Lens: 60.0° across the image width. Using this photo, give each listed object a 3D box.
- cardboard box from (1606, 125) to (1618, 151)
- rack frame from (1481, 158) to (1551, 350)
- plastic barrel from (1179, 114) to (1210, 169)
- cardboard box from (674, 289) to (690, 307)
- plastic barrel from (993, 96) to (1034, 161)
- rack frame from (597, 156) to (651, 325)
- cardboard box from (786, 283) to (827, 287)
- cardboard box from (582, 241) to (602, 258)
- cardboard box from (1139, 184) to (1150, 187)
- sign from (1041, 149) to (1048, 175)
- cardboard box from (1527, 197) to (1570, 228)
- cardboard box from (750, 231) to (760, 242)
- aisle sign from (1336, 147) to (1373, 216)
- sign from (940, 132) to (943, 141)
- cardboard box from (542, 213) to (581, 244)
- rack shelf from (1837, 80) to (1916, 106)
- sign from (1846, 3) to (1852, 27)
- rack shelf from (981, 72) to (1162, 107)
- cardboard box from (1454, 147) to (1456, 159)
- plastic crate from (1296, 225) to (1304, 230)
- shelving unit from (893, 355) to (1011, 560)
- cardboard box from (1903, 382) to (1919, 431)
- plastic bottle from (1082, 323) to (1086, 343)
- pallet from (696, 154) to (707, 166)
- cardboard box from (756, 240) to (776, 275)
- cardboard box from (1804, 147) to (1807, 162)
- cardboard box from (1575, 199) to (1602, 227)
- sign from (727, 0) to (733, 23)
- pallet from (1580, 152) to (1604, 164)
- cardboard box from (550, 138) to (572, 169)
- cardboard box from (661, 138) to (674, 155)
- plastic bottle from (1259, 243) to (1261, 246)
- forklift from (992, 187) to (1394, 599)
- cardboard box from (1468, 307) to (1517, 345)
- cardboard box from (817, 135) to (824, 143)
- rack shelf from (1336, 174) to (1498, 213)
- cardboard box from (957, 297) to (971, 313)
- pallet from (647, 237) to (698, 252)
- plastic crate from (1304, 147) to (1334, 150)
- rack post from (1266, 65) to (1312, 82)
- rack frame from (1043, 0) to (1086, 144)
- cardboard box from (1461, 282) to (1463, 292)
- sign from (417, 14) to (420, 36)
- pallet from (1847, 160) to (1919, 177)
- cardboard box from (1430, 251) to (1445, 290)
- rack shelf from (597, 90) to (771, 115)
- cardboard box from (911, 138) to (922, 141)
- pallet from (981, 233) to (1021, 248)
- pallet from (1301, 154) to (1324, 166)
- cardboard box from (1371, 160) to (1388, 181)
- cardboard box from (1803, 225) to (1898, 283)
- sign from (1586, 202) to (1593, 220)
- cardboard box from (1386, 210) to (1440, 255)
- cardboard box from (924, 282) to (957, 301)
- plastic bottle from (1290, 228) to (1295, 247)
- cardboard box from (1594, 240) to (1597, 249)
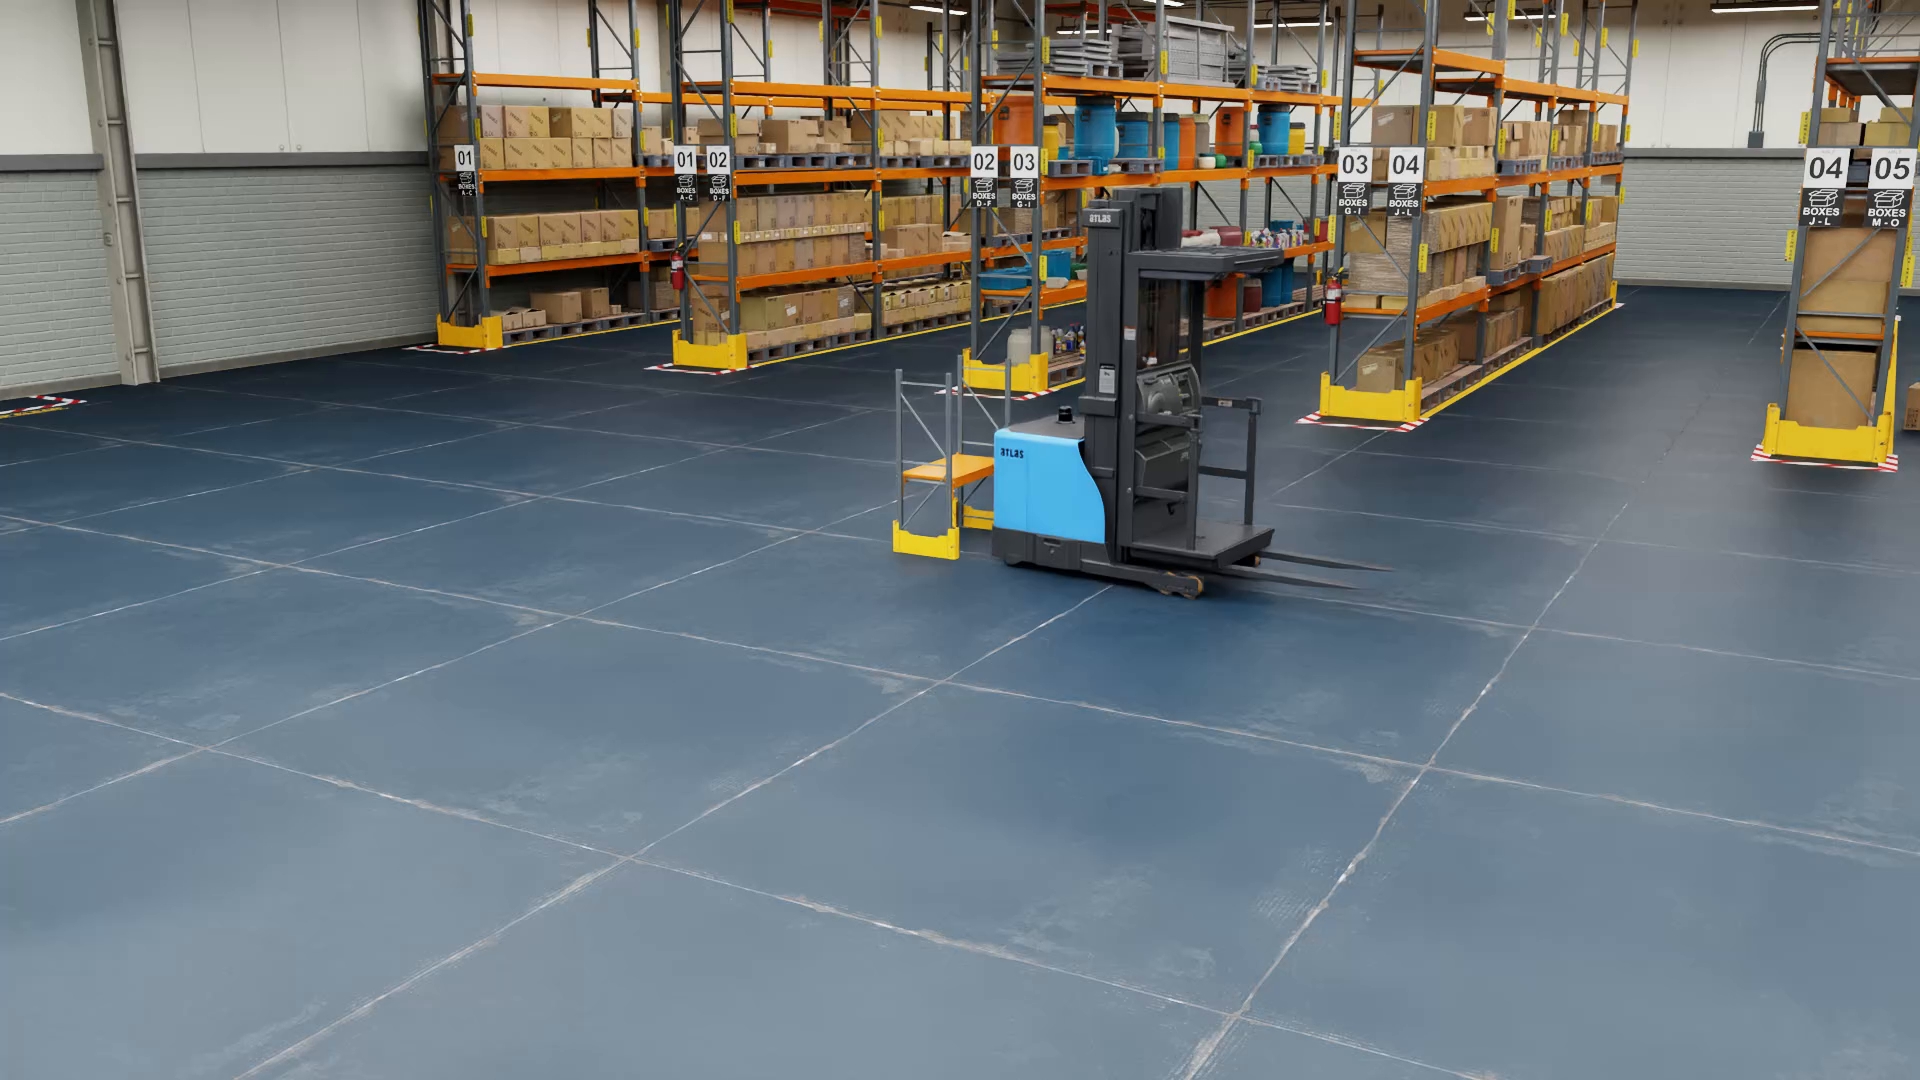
[{"bbox_3d":[12.480,-7.876,32.581,0.700,0.500,0.500,6,15,25],"label":"cardboard box"},{"bbox_3d":[8.817,-4.588,26.665,1.000,3.000,0.127,7,15,28],"label":"rack frame"},{"bbox_3d":[3.894,-6.707,27.986,0.600,0.901,0.600,0,14,0],"label":"plastic barrel"},{"bbox_3d":[-5.578,-4.714,31.584,0.700,0.500,0.500,7,15,27],"label":"cardboard box"},{"bbox_3d":[0.738,-5.493,22.207,0.600,0.830,0.708,7,15,28],"label":"plastic barrel"},{"bbox_3d":[-6.125,-5.451,30.245,1.000,3.000,0.127,7,15,28],"label":"rack frame"},{"bbox_3d":[-2.520,-3.960,27.428,0.500,0.500,0.500,7,15,28],"label":"cardboard box"},{"bbox_3d":[-6.566,-5.050,28.859,0.500,0.250,0.500,7,15,28],"label":"cardboard box"},{"bbox_3d":[4.040,-7.765,37.495,0.500,0.500,0.500,7,15,28],"label":"cardboard box"},{"bbox_3d":[1.093,-4.907,21.570,0.100,0.325,0.005,7,15,28],"label":"sign"},{"bbox_3d":[10.107,-5.674,28.814,0.797,0.503,0.637,8,15,29],"label":"cardboard box"},{"bbox_3d":[-3.217,-4.545,24.887,0.380,0.149,0.250,7,15,27],"label":"cardboard box"},{"bbox_3d":[4.657,-4.232,19.641,0.394,0.787,0.004,7,15,28],"label":"aisle sign"},{"bbox_3d":[-0.327,-7.483,31.168,0.100,0.325,0.005,7,15,28],"label":"sign"},{"bbox_3d":[-6.823,-5.309,28.330,0.500,0.500,0.500,8,16,30],"label":"cardboard box"},{"bbox_3d":[12.143,-5.967,21.974,1.077,0.370,4.000,7,15,28],"label":"rack shelf"},{"bbox_3d":[12.630,-7.474,23.673,0.100,0.325,0.005,7,15,28],"label":"sign"},{"bbox_3d":[1.581,-6.291,23.315,1.077,0.370,4.000,7,15,28],"label":"rack shelf"},{"bbox_3d":[6.024,-4.876,20.927,0.380,0.149,0.250,7,15,27],"label":"cardboard box"},{"bbox_3d":[7.160,-6.393,34.382,0.416,0.233,0.300,7,15,28],"label":"plastic crate"},{"bbox_3d":[-0.037,-0.713,13.793,0.587,1.500,1.083,7,15,28],"label":"shelving unit"},{"bbox_3d":[11.324,-1.536,19.333,0.500,0.500,0.500,11,17,38],"label":"cardboard box"},{"bbox_3d":[1.920,-3.120,25.288,0.144,0.351,0.185,7,15,28],"label":"plastic bottle"},{"bbox_3d":[-5.234,-7.146,31.274,1.213,0.211,1.003,7,15,28],"label":"pallet"},{"bbox_3d":[-3.234,-4.321,25.344,0.700,0.500,0.500,8,16,29],"label":"cardboard box"},{"bbox_3d":[9.107,-4.060,17.499,0.380,0.149,0.250,7,15,28],"label":"cardboard box"},{"bbox_3d":[11.698,-6.122,31.112,0.500,0.500,0.500,7,15,26],"label":"cardboard box"},{"bbox_3d":[-3.238,-7.453,23.418,0.100,0.325,0.005,7,15,28],"label":"sign"},{"bbox_3d":[11.155,-6.991,30.419,1.003,0.211,1.213,7,15,28],"label":"pallet"},{"bbox_3d":[-6.899,-6.513,27.992,0.500,0.500,0.500,8,16,31],"label":"cardboard box"},{"bbox_3d":[-5.493,-7.300,30.806,0.500,0.311,0.500,8,16,30],"label":"cardboard box"},{"bbox_3d":[5.342,-5.248,29.825,0.097,0.201,0.097,0,14,0],"label":"plastic bottle"},{"bbox_3d":[1.754,-1.135,12.486,3.031,2.935,1.130,9,16,34],"label":"forklift"},{"bbox_3d":[8.254,-3.332,25.849,0.700,0.500,0.500,6,15,23],"label":"cardboard box"},{"bbox_3d":[-2.522,-6.394,26.749,0.500,0.311,0.500,6,15,25],"label":"cardboard box"},{"bbox_3d":[5.917,-4.466,21.292,1.077,0.370,4.000,7,15,28],"label":"rack shelf"},{"bbox_3d":[-0.140,-4.337,30.594,0.500,0.250,0.500,7,15,27],"label":"cardboard box"},{"bbox_3d":[-5.628,-5.498,30.849,1.003,0.211,1.213,7,15,28],"label":"pallet"},{"bbox_3d":[7.370,-7.936,34.286,0.504,0.338,0.767,7,15,28],"label":"plastic crate"},{"bbox_3d":[5.980,-8.680,31.000,0.937,0.300,0.954,7,15,27],"label":"rack post"},{"bbox_3d":[2.081,-9.448,34.025,1.000,3.000,0.127,7,15,28],"label":"rack frame"},{"bbox_3d":[6.475,-3.373,22.161,0.380,0.149,0.250,7,15,28],"label":"cardboard box"},{"bbox_3d":[-8.535,-8.145,26.288,0.100,0.325,0.005,7,15,28],"label":"sign"},{"bbox_3d":[12.307,-5.004,22.393,1.003,0.211,1.213,8,16,31],"label":"pallet"},{"bbox_3d":[5.656,-3.464,21.153,0.875,0.500,0.500,7,15,28],"label":"cardboard box"},{"bbox_3d":[-5.158,-8.234,31.375,1.077,0.370,4.000,7,15,28],"label":"rack shelf"},{"bbox_3d":[-1.192,-9.051,37.989,0.500,0.250,0.500,7,15,26],"label":"cardboard box"},{"bbox_3d":[0.413,-5.765,31.956,1.213,0.211,1.003,7,15,28],"label":"pallet"},{"bbox_3d":[6.122,-7.165,31.354,1.213,0.211,1.003,7,15,28],"label":"pallet"},{"bbox_3d":[4.960,-4.460,20.053,0.500,0.250,0.500,8,16,29],"label":"cardboard box"},{"bbox_3d":[9.456,-3.034,17.593,0.875,0.550,0.550,7,15,28],"label":"cardboard box"},{"bbox_3d":[11.231,-5.874,29.696,0.100,0.325,0.005,7,15,28],"label":"sign"},{"bbox_3d":[5.454,-3.708,20.033,0.500,0.500,0.500,7,15,28],"label":"cardboard box"},{"bbox_3d":[-0.383,-4.505,30.096,0.500,0.311,0.500,7,15,28],"label":"cardboard box"},{"bbox_3d":[6.257,-5.720,31.467,0.144,0.351,0.185,7,15,28],"label":"plastic bottle"},{"bbox_3d":[11.688,-5.524,31.084,0.380,0.149,0.250,7,15,27],"label":"cardboard box"}]
